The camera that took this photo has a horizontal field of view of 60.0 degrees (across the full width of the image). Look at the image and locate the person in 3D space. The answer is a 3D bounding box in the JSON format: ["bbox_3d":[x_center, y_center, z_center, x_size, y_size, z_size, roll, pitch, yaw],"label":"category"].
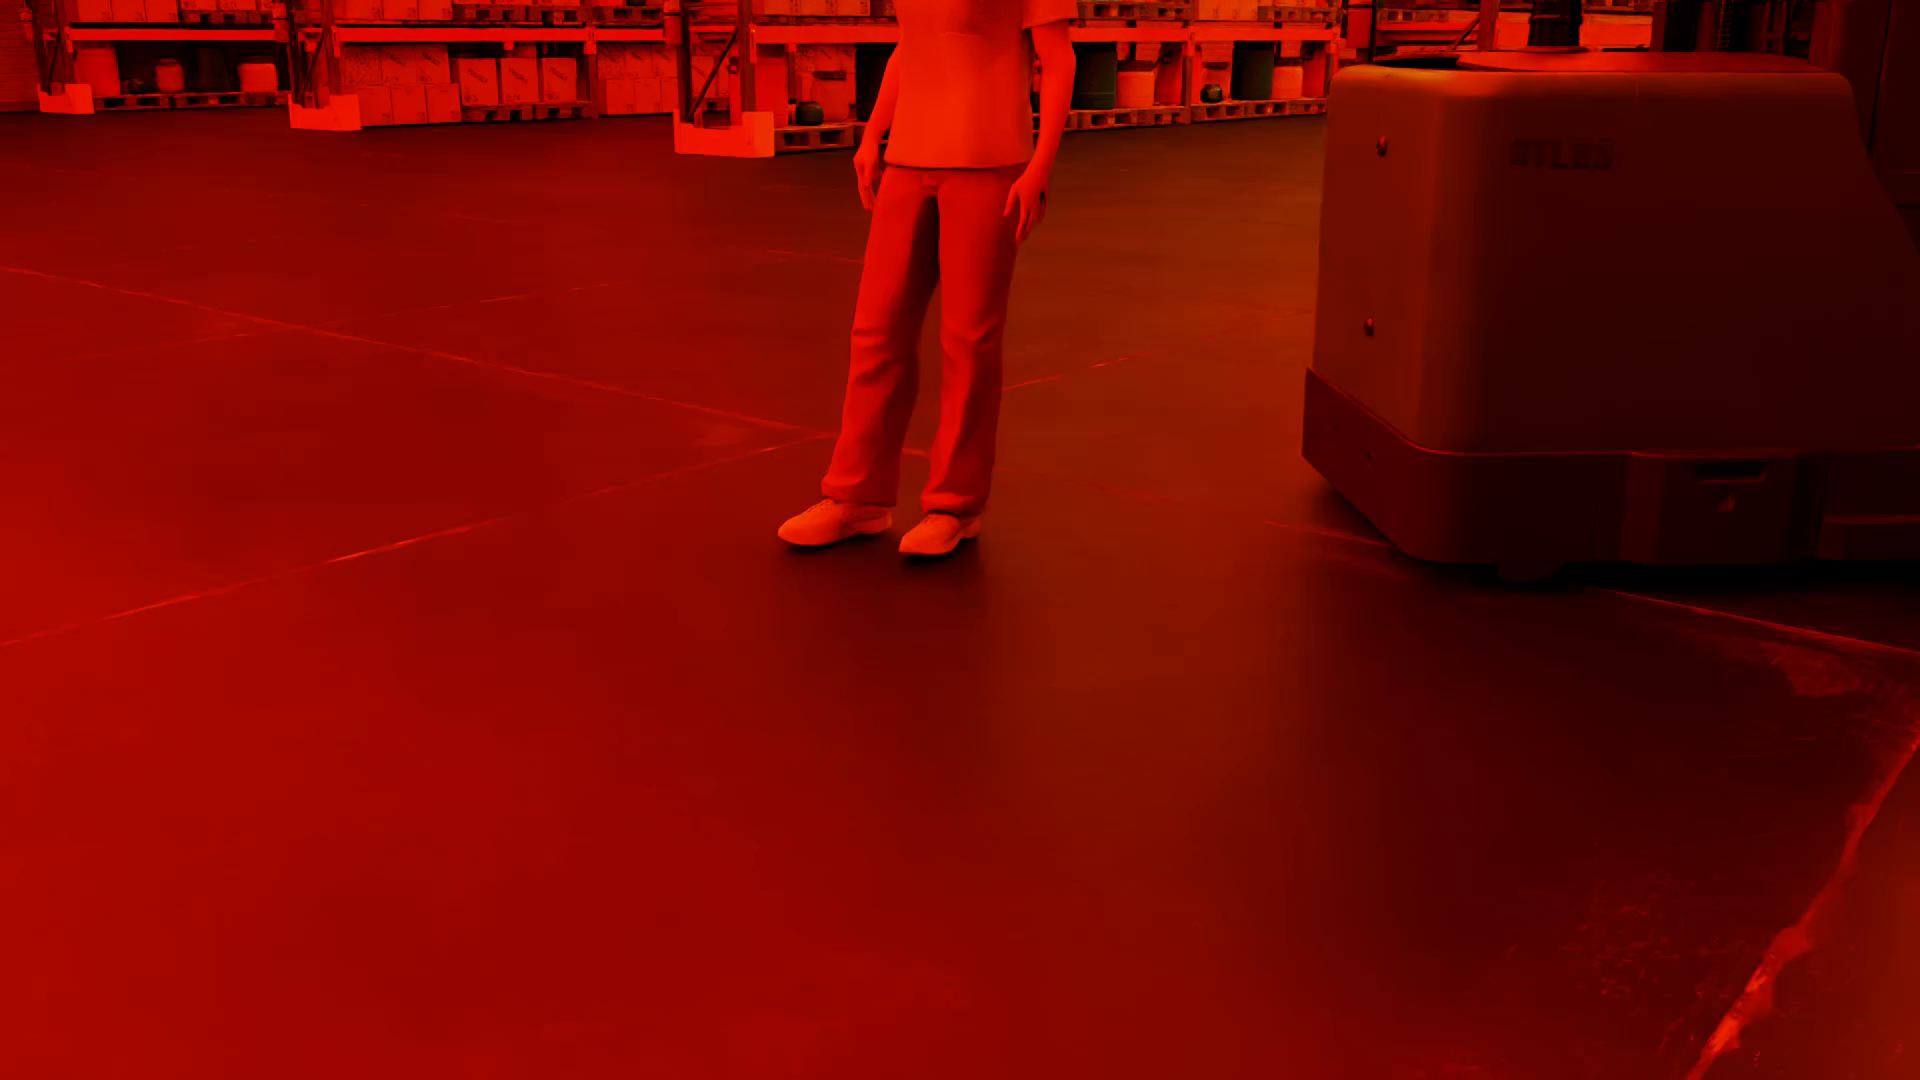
[{"bbox_3d":[-0.056,-0.795,3.649,0.552,1.674,0.548,13,21,37],"label":"person"}]

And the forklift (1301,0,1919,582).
[{"bbox_3d":[2.447,-1.457,3.696,3.031,2.935,1.130,-1,17,-3],"label":"forklift"}]
